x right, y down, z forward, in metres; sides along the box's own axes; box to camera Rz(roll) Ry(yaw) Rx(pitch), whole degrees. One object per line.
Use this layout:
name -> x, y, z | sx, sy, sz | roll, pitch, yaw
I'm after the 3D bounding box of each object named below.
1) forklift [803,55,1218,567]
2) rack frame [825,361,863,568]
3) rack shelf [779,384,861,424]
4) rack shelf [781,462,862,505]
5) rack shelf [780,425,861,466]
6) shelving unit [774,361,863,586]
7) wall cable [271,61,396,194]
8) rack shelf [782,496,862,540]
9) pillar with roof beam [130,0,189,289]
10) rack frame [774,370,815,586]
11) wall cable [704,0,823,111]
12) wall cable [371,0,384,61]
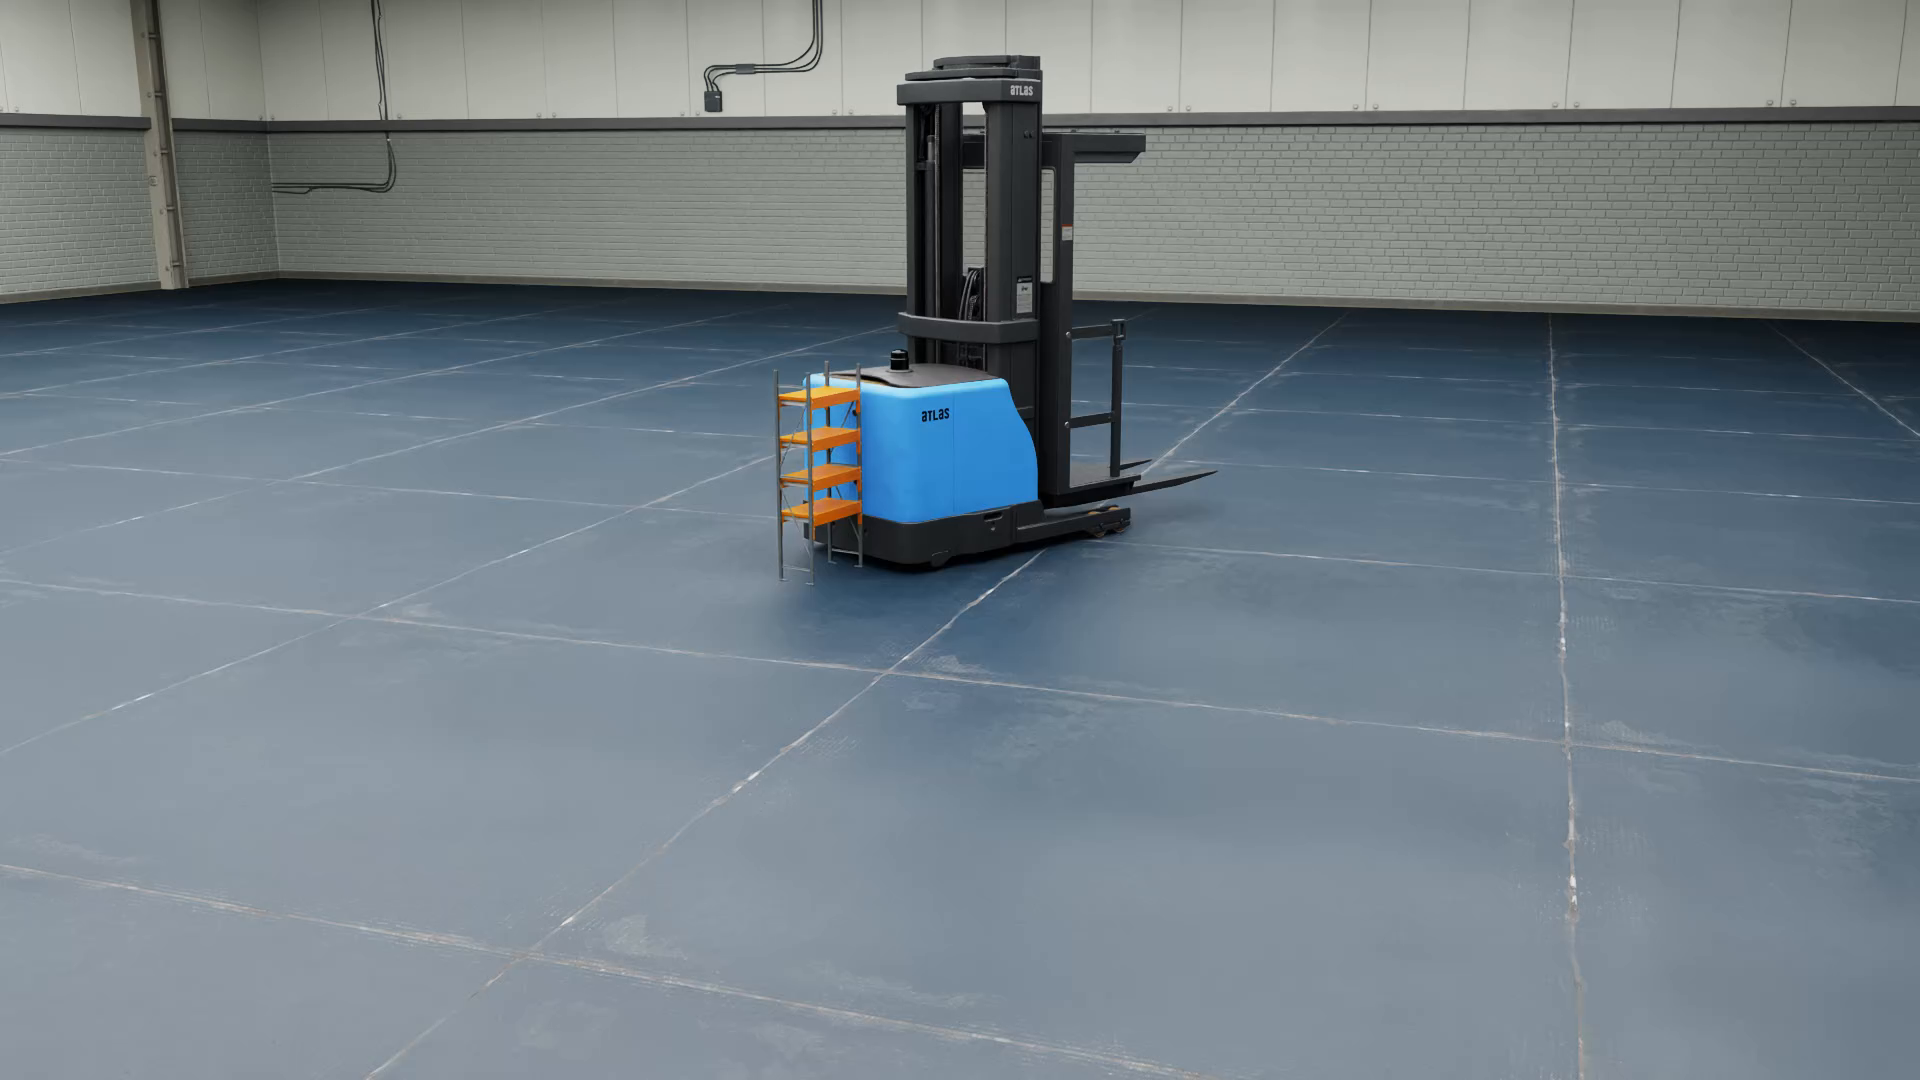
forklift -> 0.463, -1.523, 10.575 | 3.031, 2.935, 1.130 | -12, 17, -41
rack frame -> -0.677, -0.436, 9.703 | 0.240, 1.200, 0.015 | 8, 15, 30
rack shelf -> -0.801, -0.773, 9.411 | 0.258, 0.148, 0.480 | 8, 15, 30
rack shelf -> -0.801, -0.324, 9.514 | 0.258, 0.148, 0.480 | 8, 15, 30
rack shelf -> -0.801, -0.542, 9.464 | 0.258, 0.148, 0.480 | 8, 15, 30
shelving unit -> -0.801, -0.390, 9.499 | 0.258, 1.200, 0.503 | 8, 15, 30
wall cable -> -12.485, -8.103, 32.743 | 3.097, 2.526, 0.112 | 4, 14, 18
rack shelf -> -0.801, -0.131, 9.558 | 0.258, 0.148, 0.480 | 8, 15, 30
pillar with roof beam -> -10.616, -8.781, 28.739 | 9.100, 9.000, 0.400 | 4, 14, 18
rack frame -> -0.926, -0.343, 9.294 | 0.240, 1.200, 0.015 | 8, 15, 30
wall cable -> -3.507, -10.588, 29.010 | 2.305, 6.003, 0.169 | 4, 14, 18
wall cable -> -9.925, -10.370, 31.327 | 3.097, 2.526, 0.112 | 4, 14, 18
